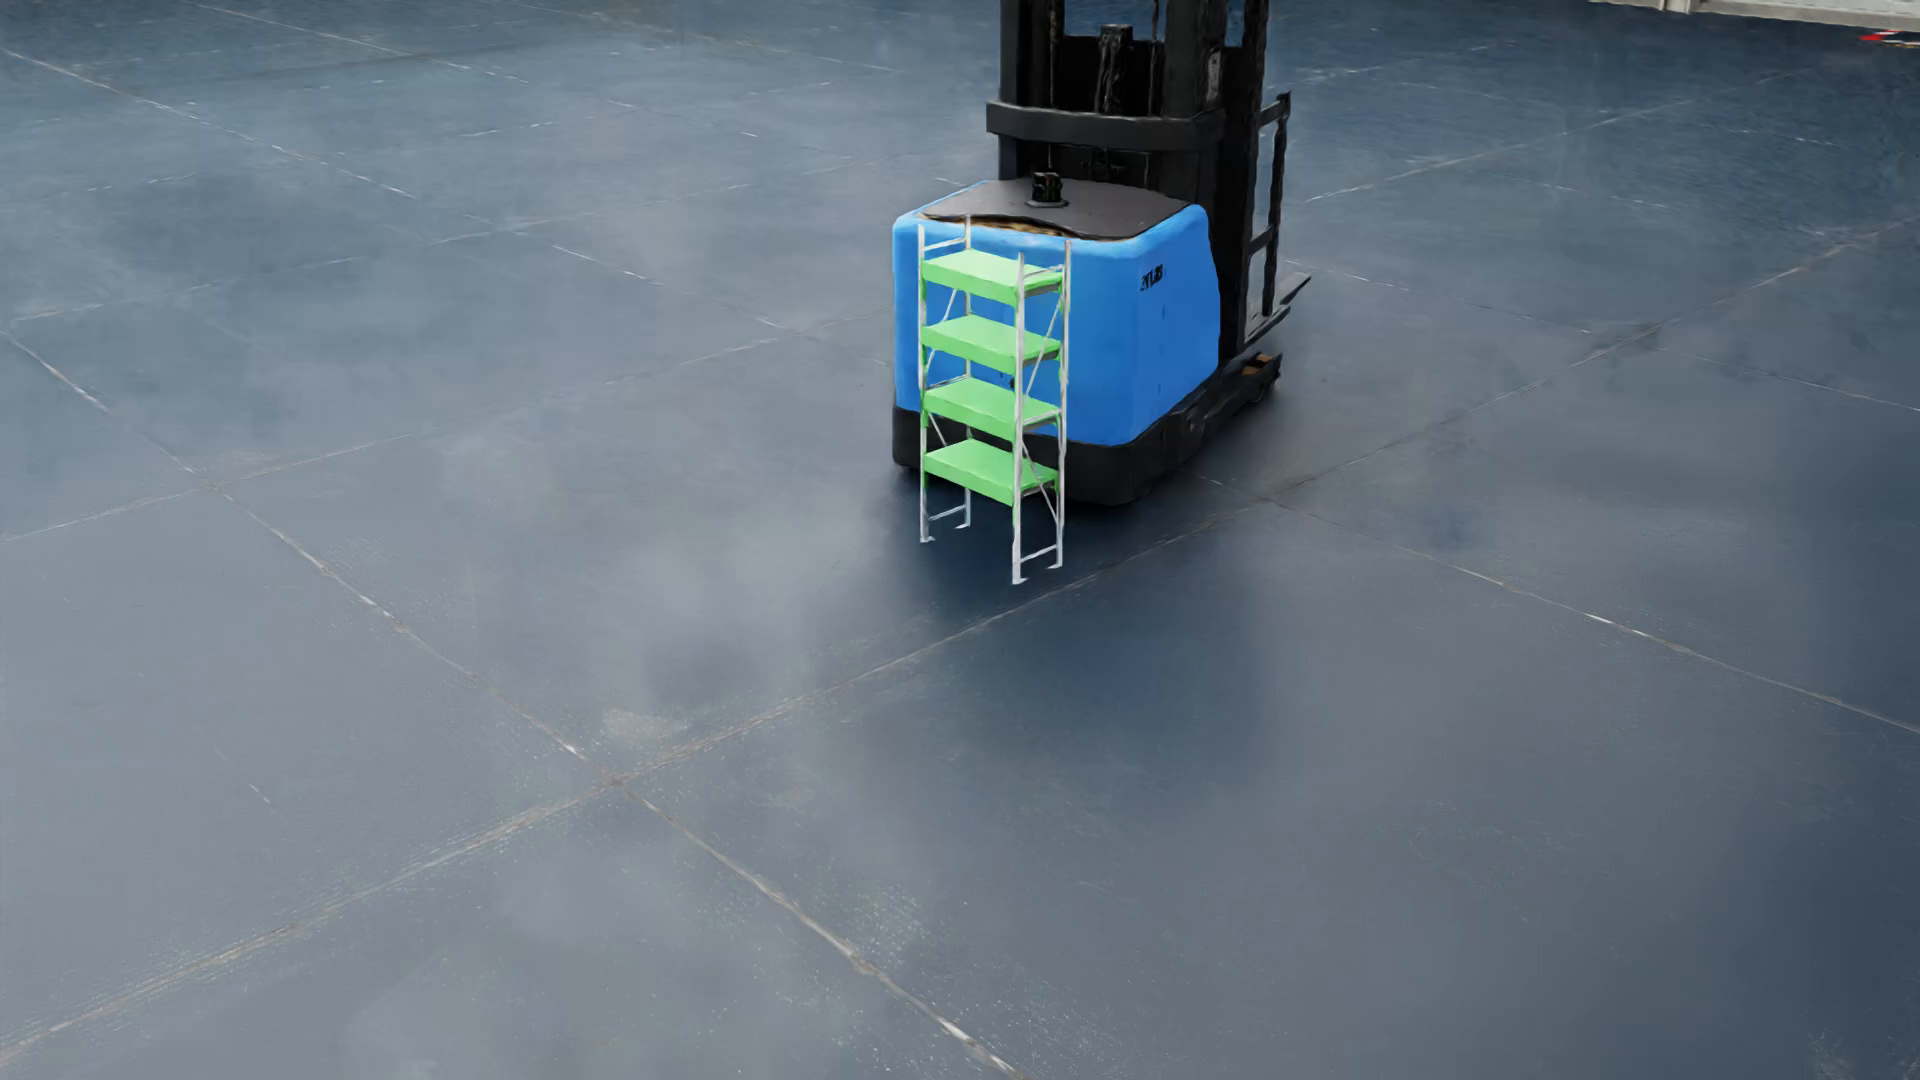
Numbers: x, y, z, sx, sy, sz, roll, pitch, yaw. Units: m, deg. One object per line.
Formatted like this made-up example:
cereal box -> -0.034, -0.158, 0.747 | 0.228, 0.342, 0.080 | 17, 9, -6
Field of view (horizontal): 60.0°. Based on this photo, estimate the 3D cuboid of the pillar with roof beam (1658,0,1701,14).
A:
pillar with roof beam -> 5.787, -9.442, 16.104 | 9.100, 9.000, 0.400 | -21, 32, -38

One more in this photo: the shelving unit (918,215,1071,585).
shelving unit -> 0.113, -0.496, 5.891 | 0.258, 1.200, 0.503 | -21, 32, -38

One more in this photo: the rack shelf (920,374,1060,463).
rack shelf -> 0.113, -0.438, 5.918 | 0.258, 0.148, 0.480 | -21, 32, -38

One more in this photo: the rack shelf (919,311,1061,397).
rack shelf -> 0.113, -0.656, 5.818 | 0.258, 0.148, 0.480 | -21, 32, -38

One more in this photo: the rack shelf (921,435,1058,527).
rack shelf -> 0.113, -0.219, 6.017 | 0.258, 0.148, 0.480 | -21, 32, -38

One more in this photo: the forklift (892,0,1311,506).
forklift -> 0.853, -2.041, 7.192 | 1.130, 2.935, 3.031 | 12, 27, 25

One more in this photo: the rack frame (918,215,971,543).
rack frame -> -0.054, -0.570, 6.053 | 0.240, 1.200, 0.015 | -21, 32, -38

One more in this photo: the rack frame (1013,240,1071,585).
rack frame -> 0.280, -0.422, 5.729 | 0.240, 1.200, 0.015 | -21, 32, -38

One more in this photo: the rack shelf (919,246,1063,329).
rack shelf -> 0.113, -0.874, 5.718 | 0.258, 0.148, 0.480 | -21, 32, -38
